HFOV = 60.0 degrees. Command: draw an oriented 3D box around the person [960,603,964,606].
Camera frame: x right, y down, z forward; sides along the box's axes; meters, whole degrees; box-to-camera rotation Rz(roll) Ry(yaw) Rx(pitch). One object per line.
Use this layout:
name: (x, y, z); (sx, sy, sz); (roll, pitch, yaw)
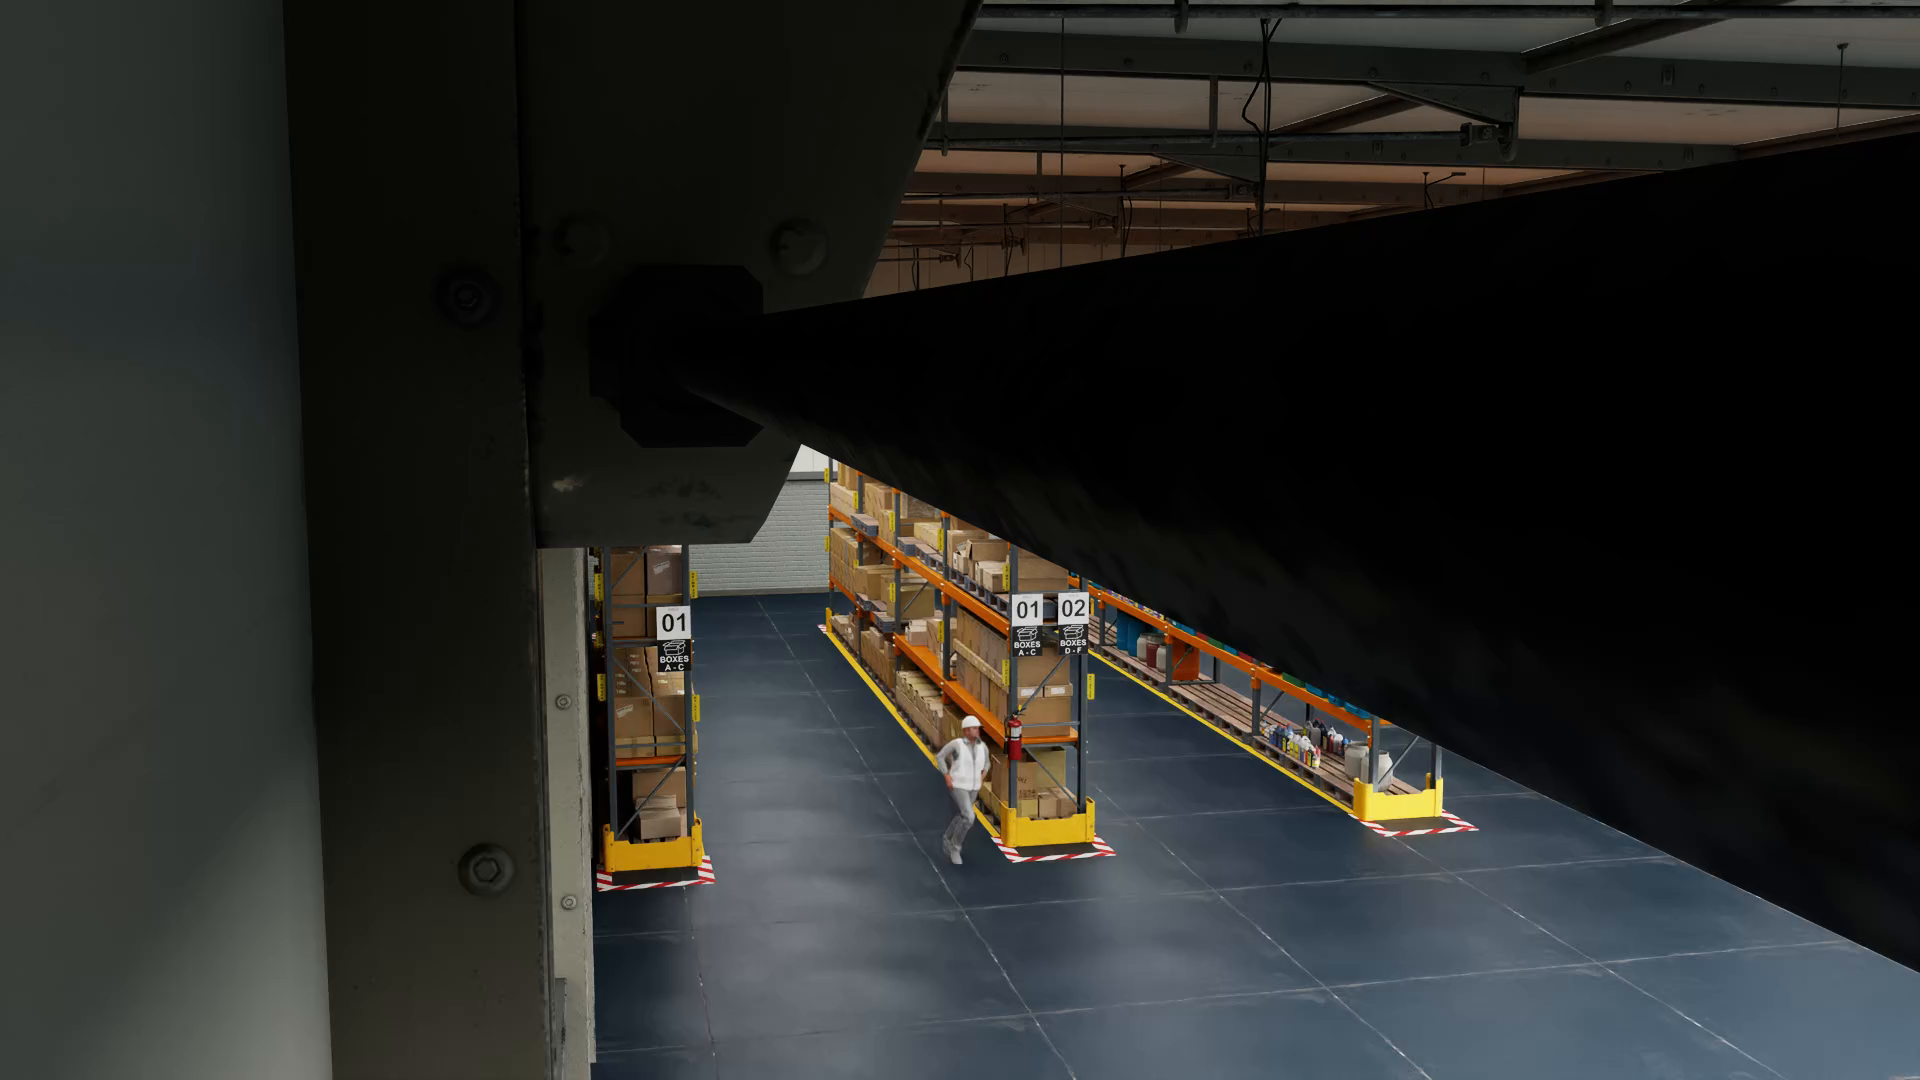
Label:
person: (0.249, 1.382, 34.613); (0.694, 1.714, 0.708); (-2, 7, -16)

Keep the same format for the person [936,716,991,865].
person: (0.071, 3.052, 20.456); (0.657, 1.790, 0.676); (-6, 9, -40)
